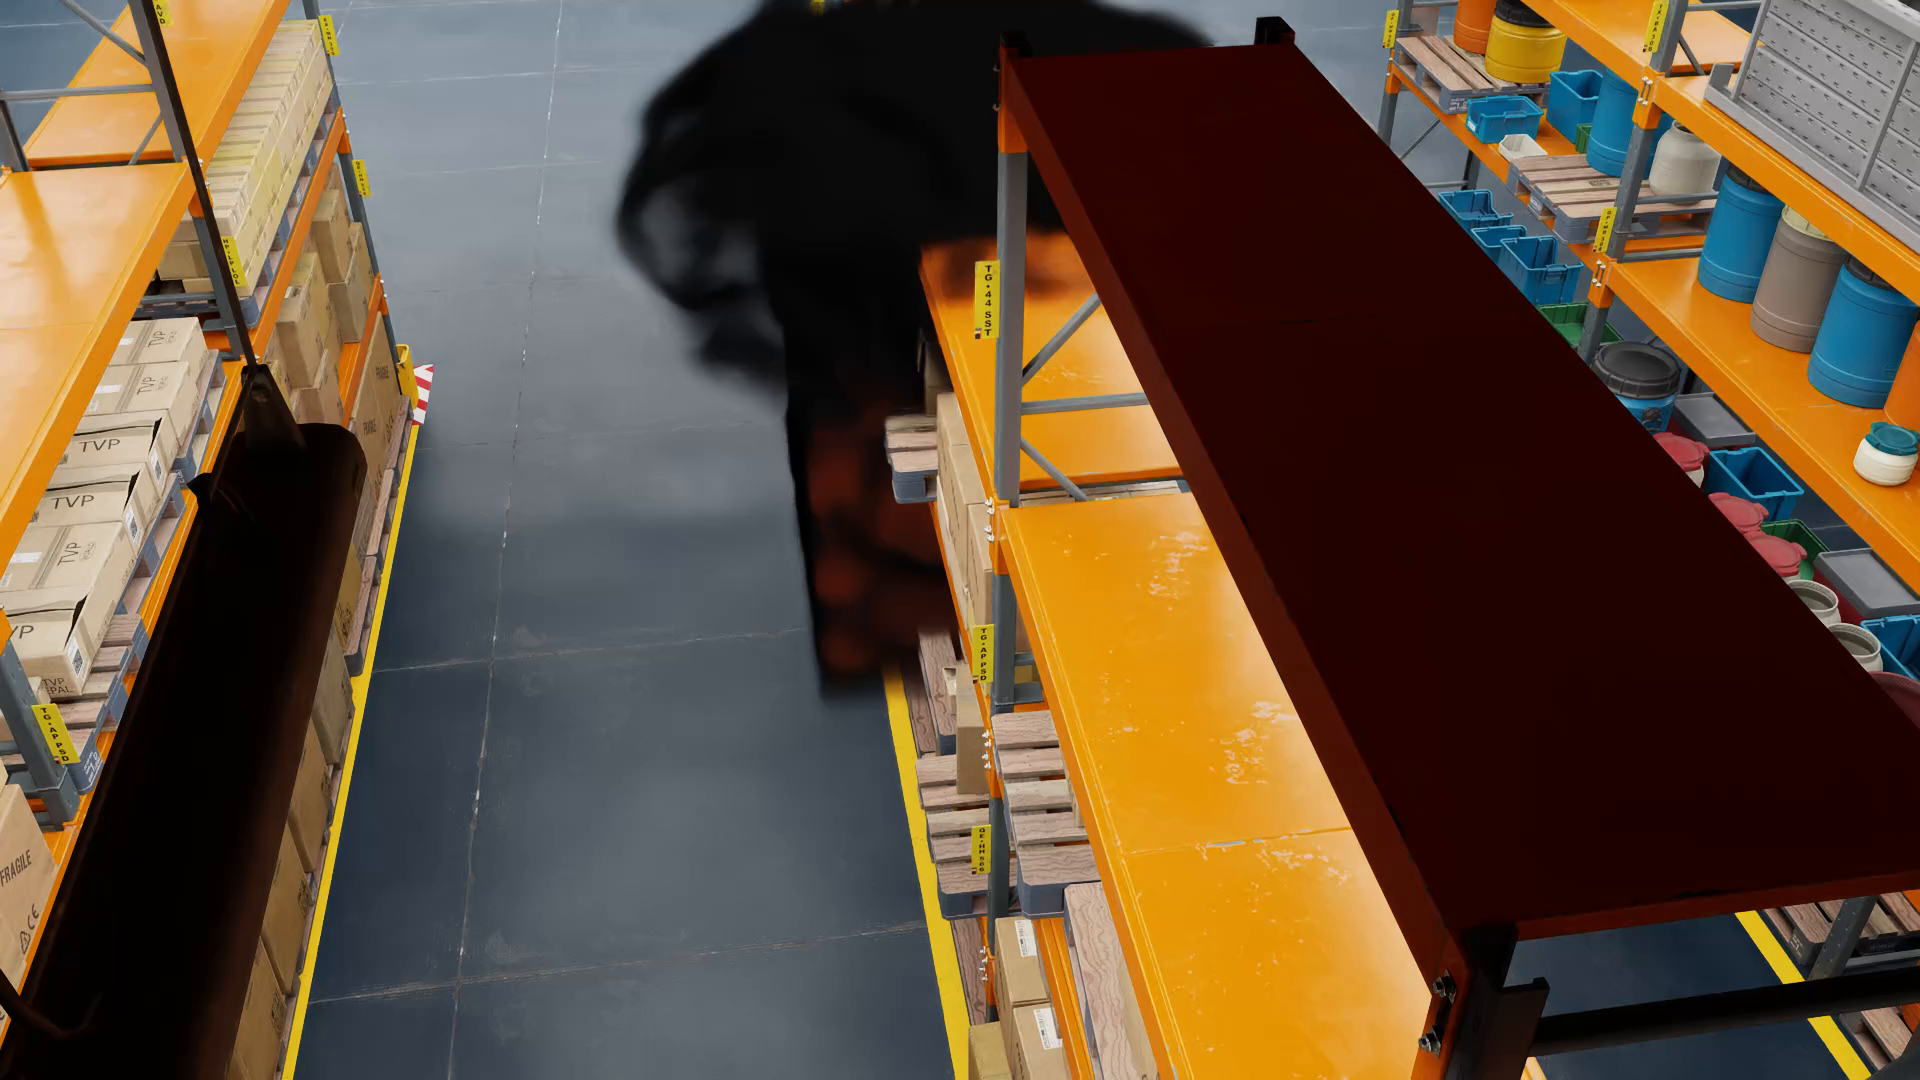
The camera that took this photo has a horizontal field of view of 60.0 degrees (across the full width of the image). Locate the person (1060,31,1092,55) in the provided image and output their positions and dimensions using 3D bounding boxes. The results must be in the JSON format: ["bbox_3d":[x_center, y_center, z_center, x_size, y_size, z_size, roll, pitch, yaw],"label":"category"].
[{"bbox_3d":[1.298,-4.819,18.518,0.772,1.723,0.690,13,38,17],"label":"person"}]
